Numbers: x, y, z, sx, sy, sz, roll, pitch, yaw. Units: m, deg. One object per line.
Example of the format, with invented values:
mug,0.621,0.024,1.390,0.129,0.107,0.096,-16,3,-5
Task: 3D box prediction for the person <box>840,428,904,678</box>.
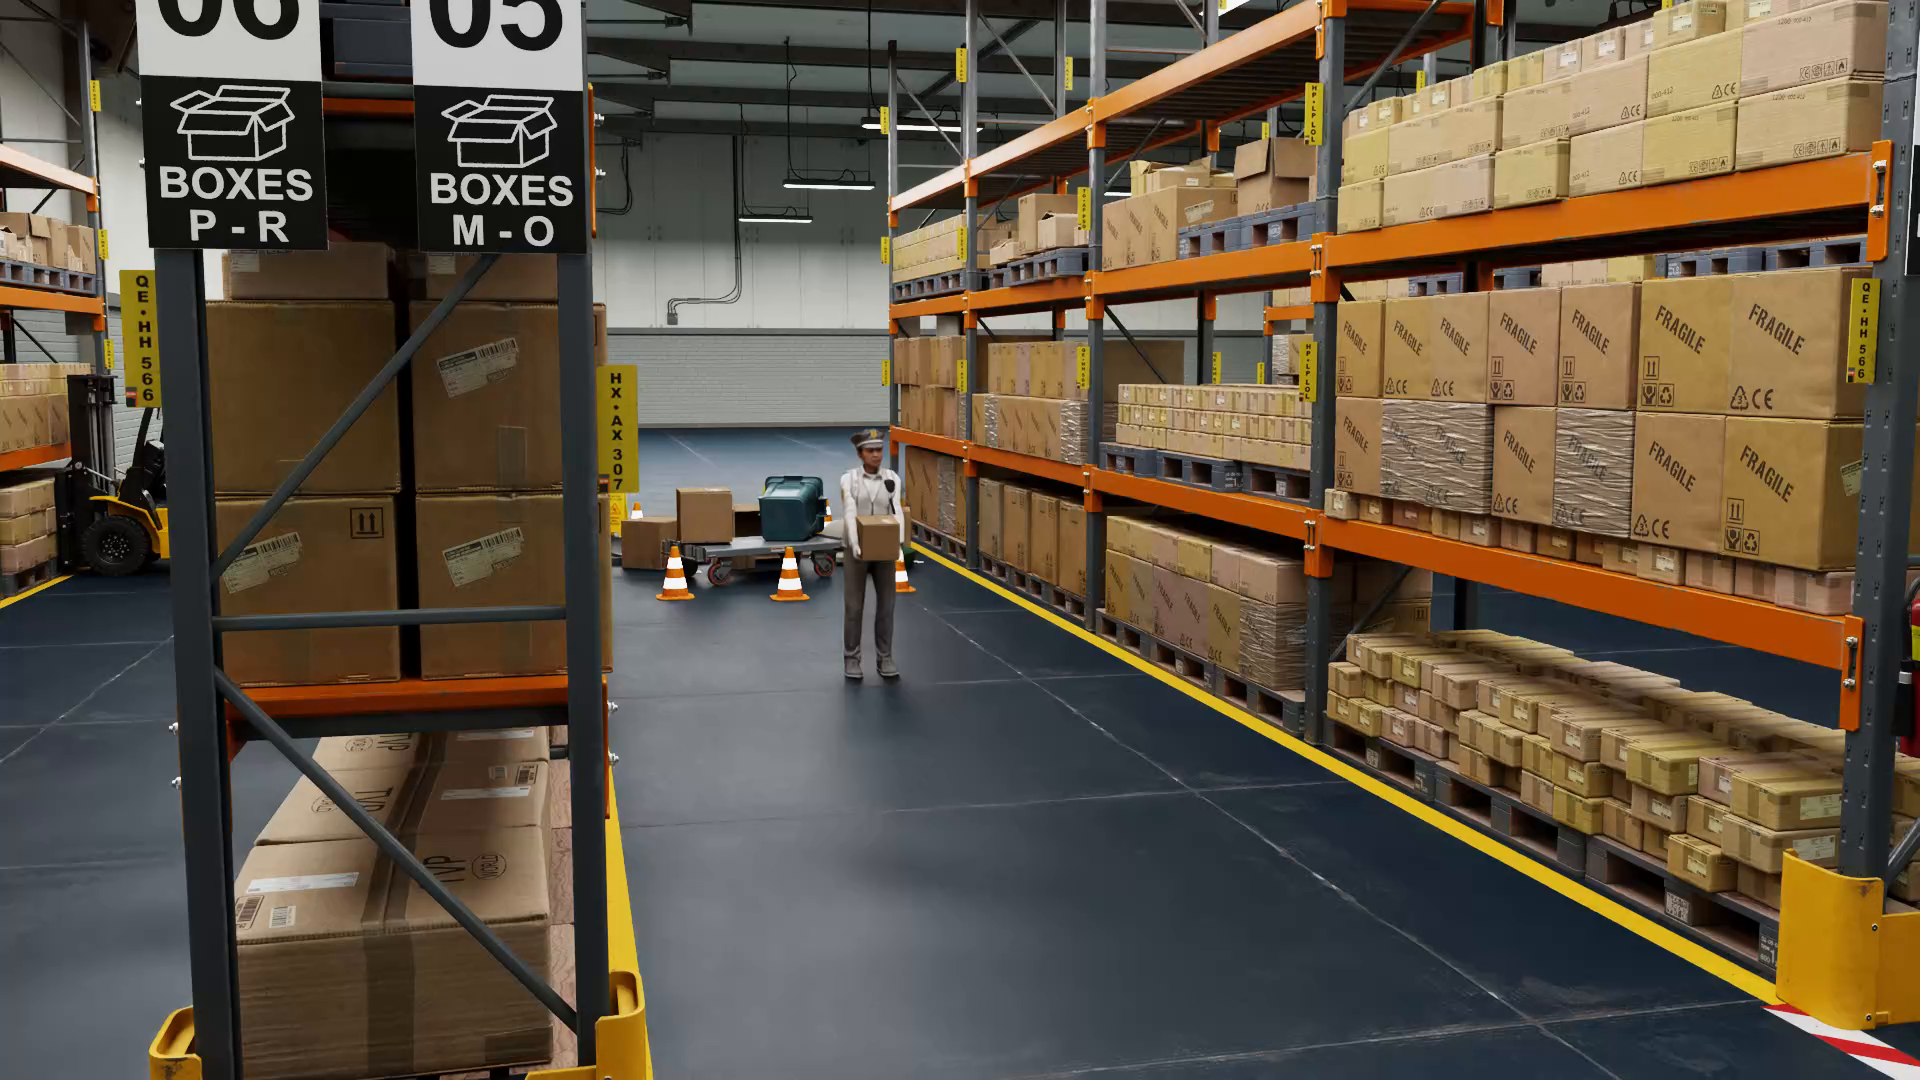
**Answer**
person,-0.583,0.094,11.235,0.416,1.691,0.523,-2,6,-15
